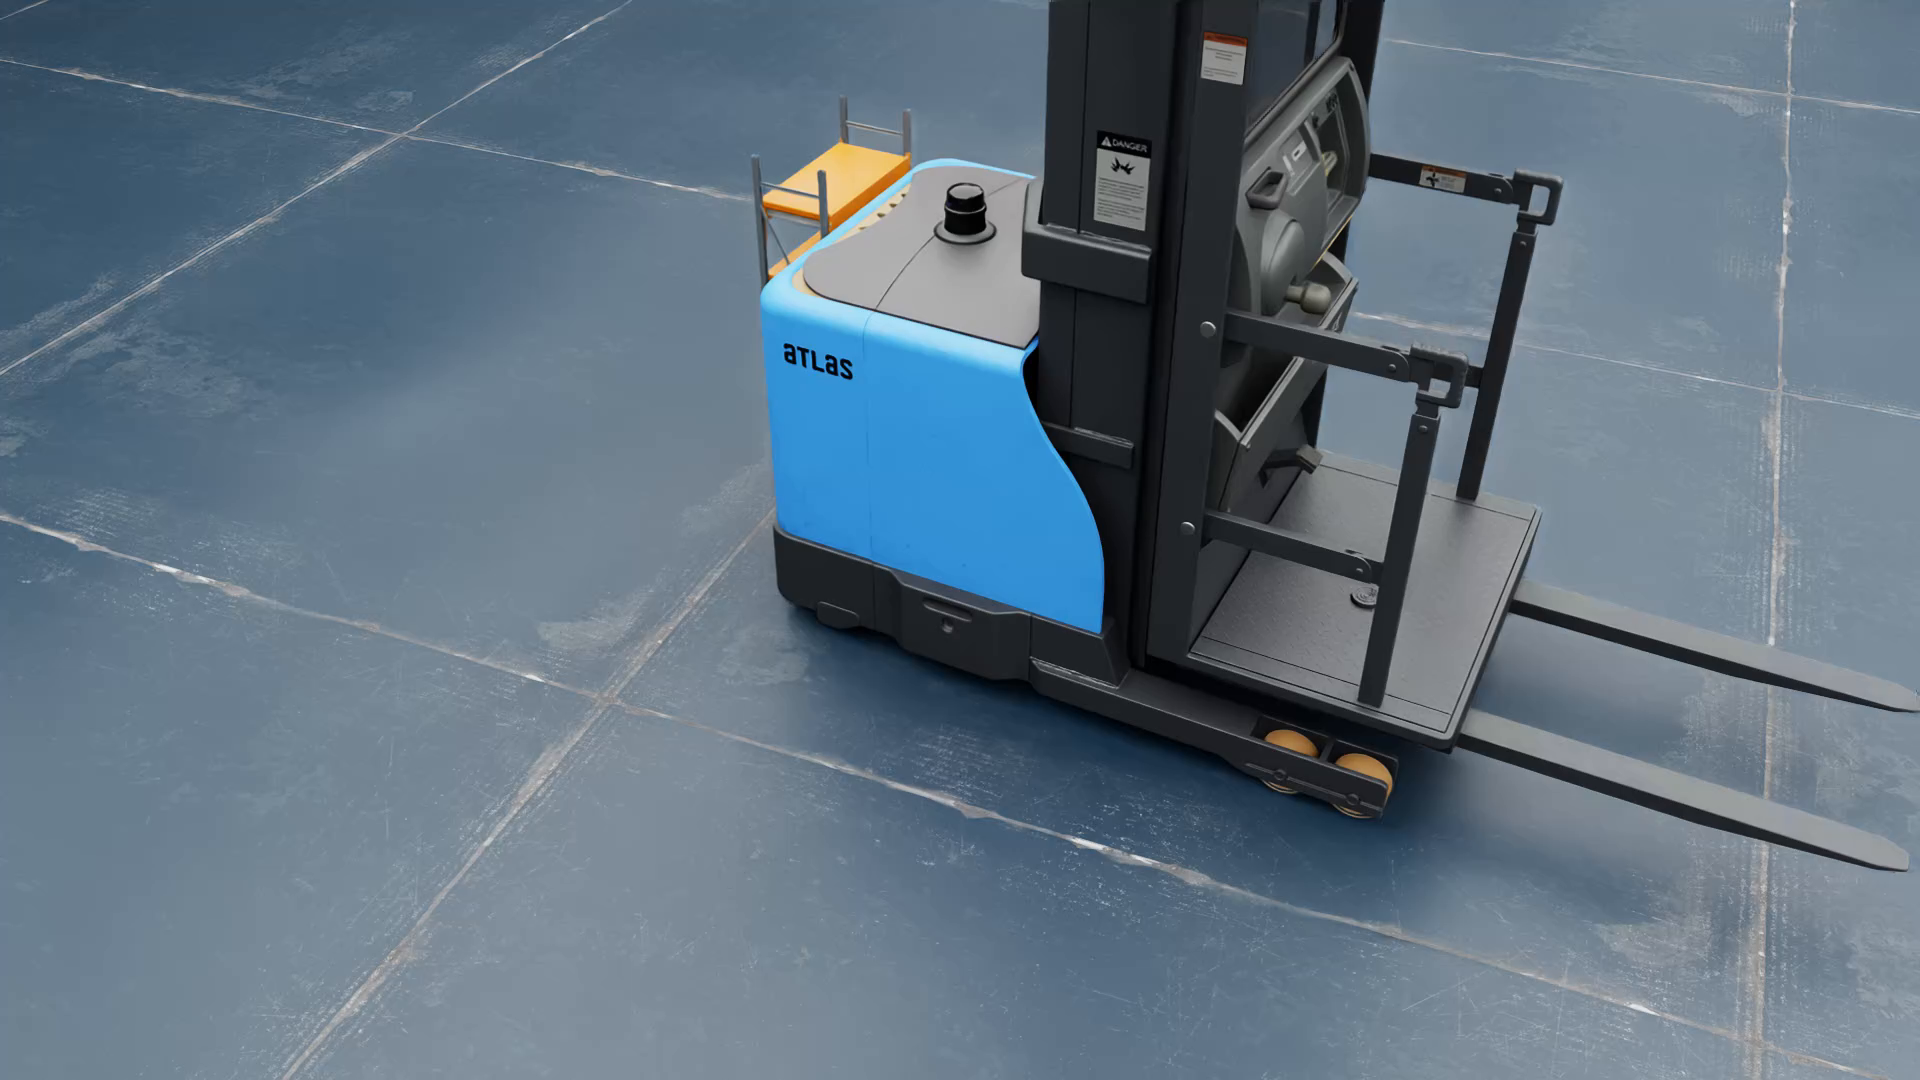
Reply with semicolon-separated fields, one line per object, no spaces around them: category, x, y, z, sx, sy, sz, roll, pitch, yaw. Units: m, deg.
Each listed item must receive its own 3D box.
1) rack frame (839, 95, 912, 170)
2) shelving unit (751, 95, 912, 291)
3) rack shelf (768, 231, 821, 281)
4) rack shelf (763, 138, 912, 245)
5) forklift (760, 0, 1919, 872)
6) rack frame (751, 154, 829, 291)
rack frame;-0.257;-0.834;5.364;0.240;1.200;0.015;17;40;22
shelving unit;-0.369;-0.704;5.190;0.258;1.200;0.503;17;40;22
rack shelf;-0.370;-0.830;5.096;0.258;0.148;0.480;17;40;22
rack shelf;-0.370;-1.019;4.955;0.258;0.148;0.480;17;40;22
forklift;1.006;-0.822;3.902;3.031;2.935;1.130;17;40;22
rack frame;-0.481;-0.575;5.016;0.240;1.200;0.015;17;40;22
